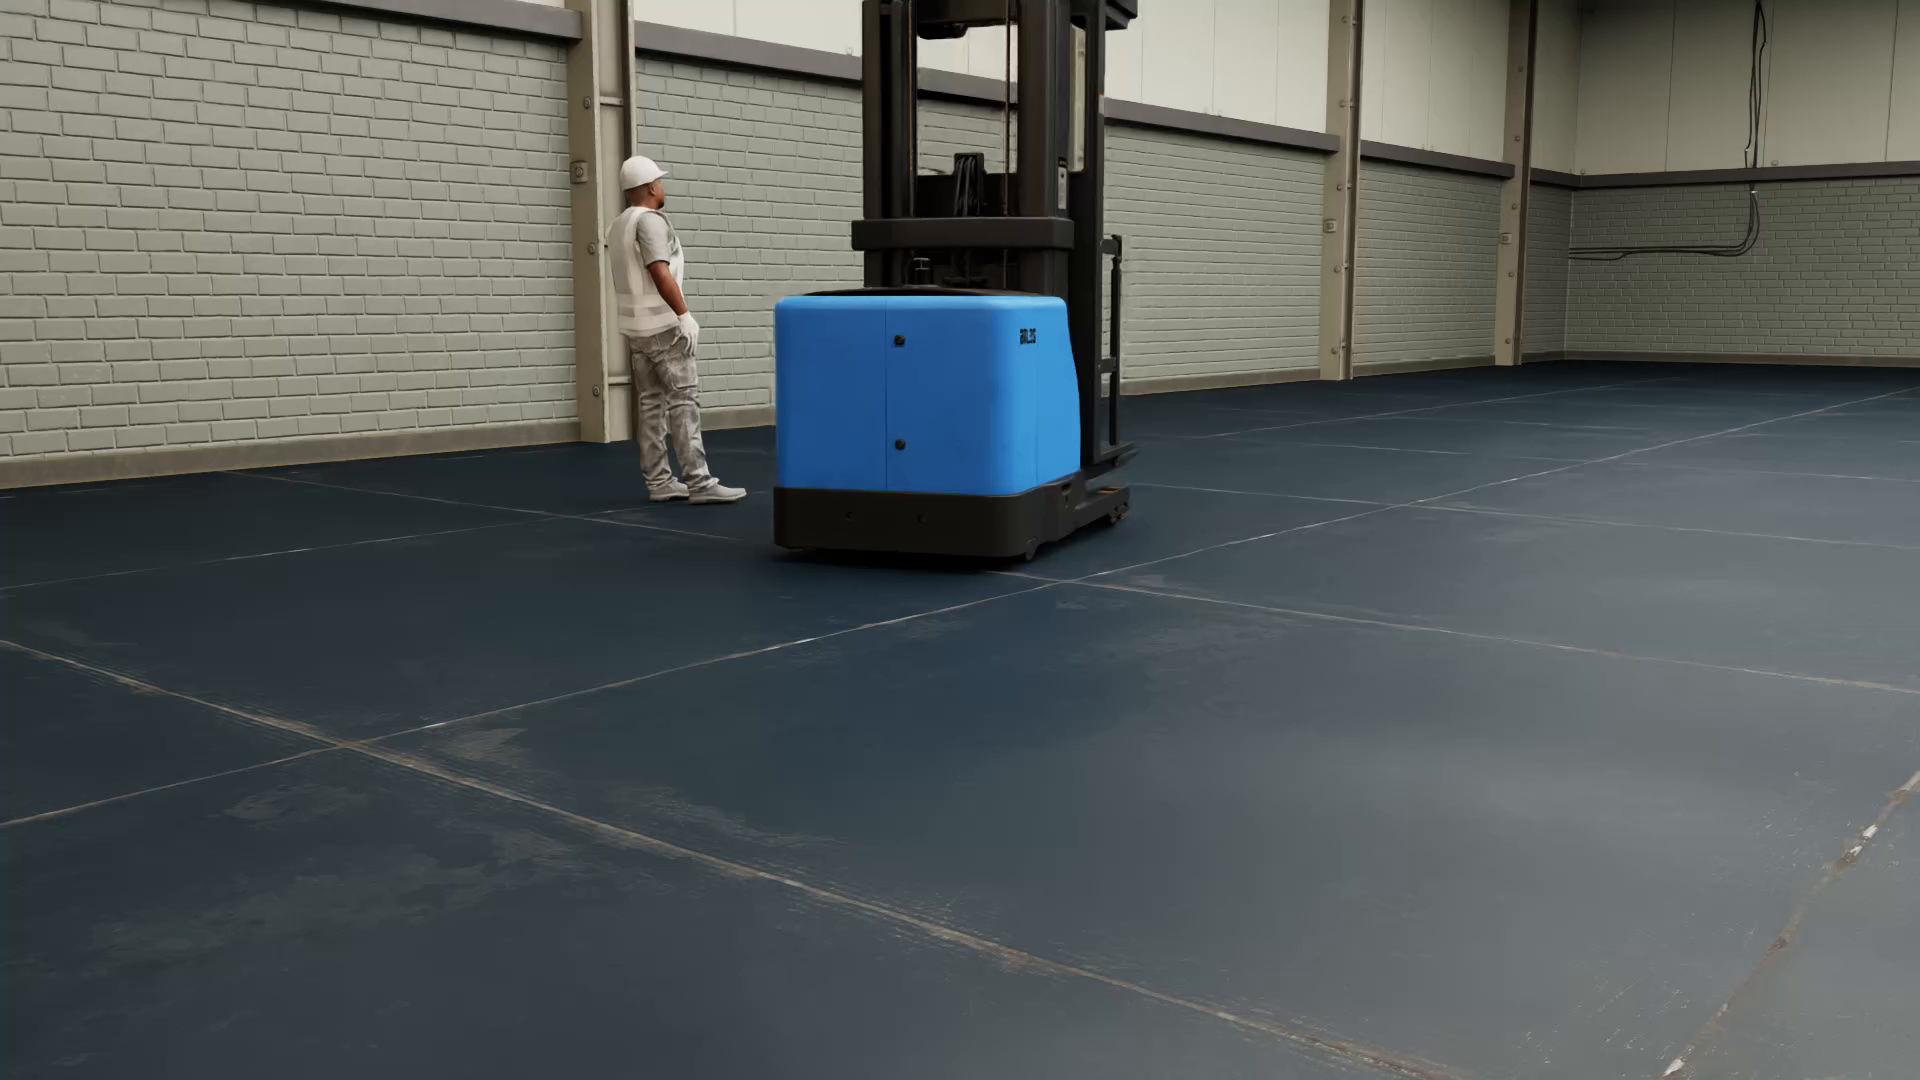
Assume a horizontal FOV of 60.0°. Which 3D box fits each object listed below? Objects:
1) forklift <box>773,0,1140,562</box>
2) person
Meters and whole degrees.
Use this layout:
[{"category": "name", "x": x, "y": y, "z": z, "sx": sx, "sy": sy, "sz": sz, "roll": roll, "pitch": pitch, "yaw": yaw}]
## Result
[{"category": "forklift", "x": 0.193, "y": -1.539, "z": 7.801, "sx": 1.130, "sy": 2.935, "sz": 3.031, "roll": 3, "pitch": 9, "yaw": 19}, {"category": "person", "x": -1.516, "y": -1.099, "z": 8.712, "sx": 0.574, "sy": 1.783, "sz": 0.656, "roll": -6, "pitch": 10, "yaw": -34}]
